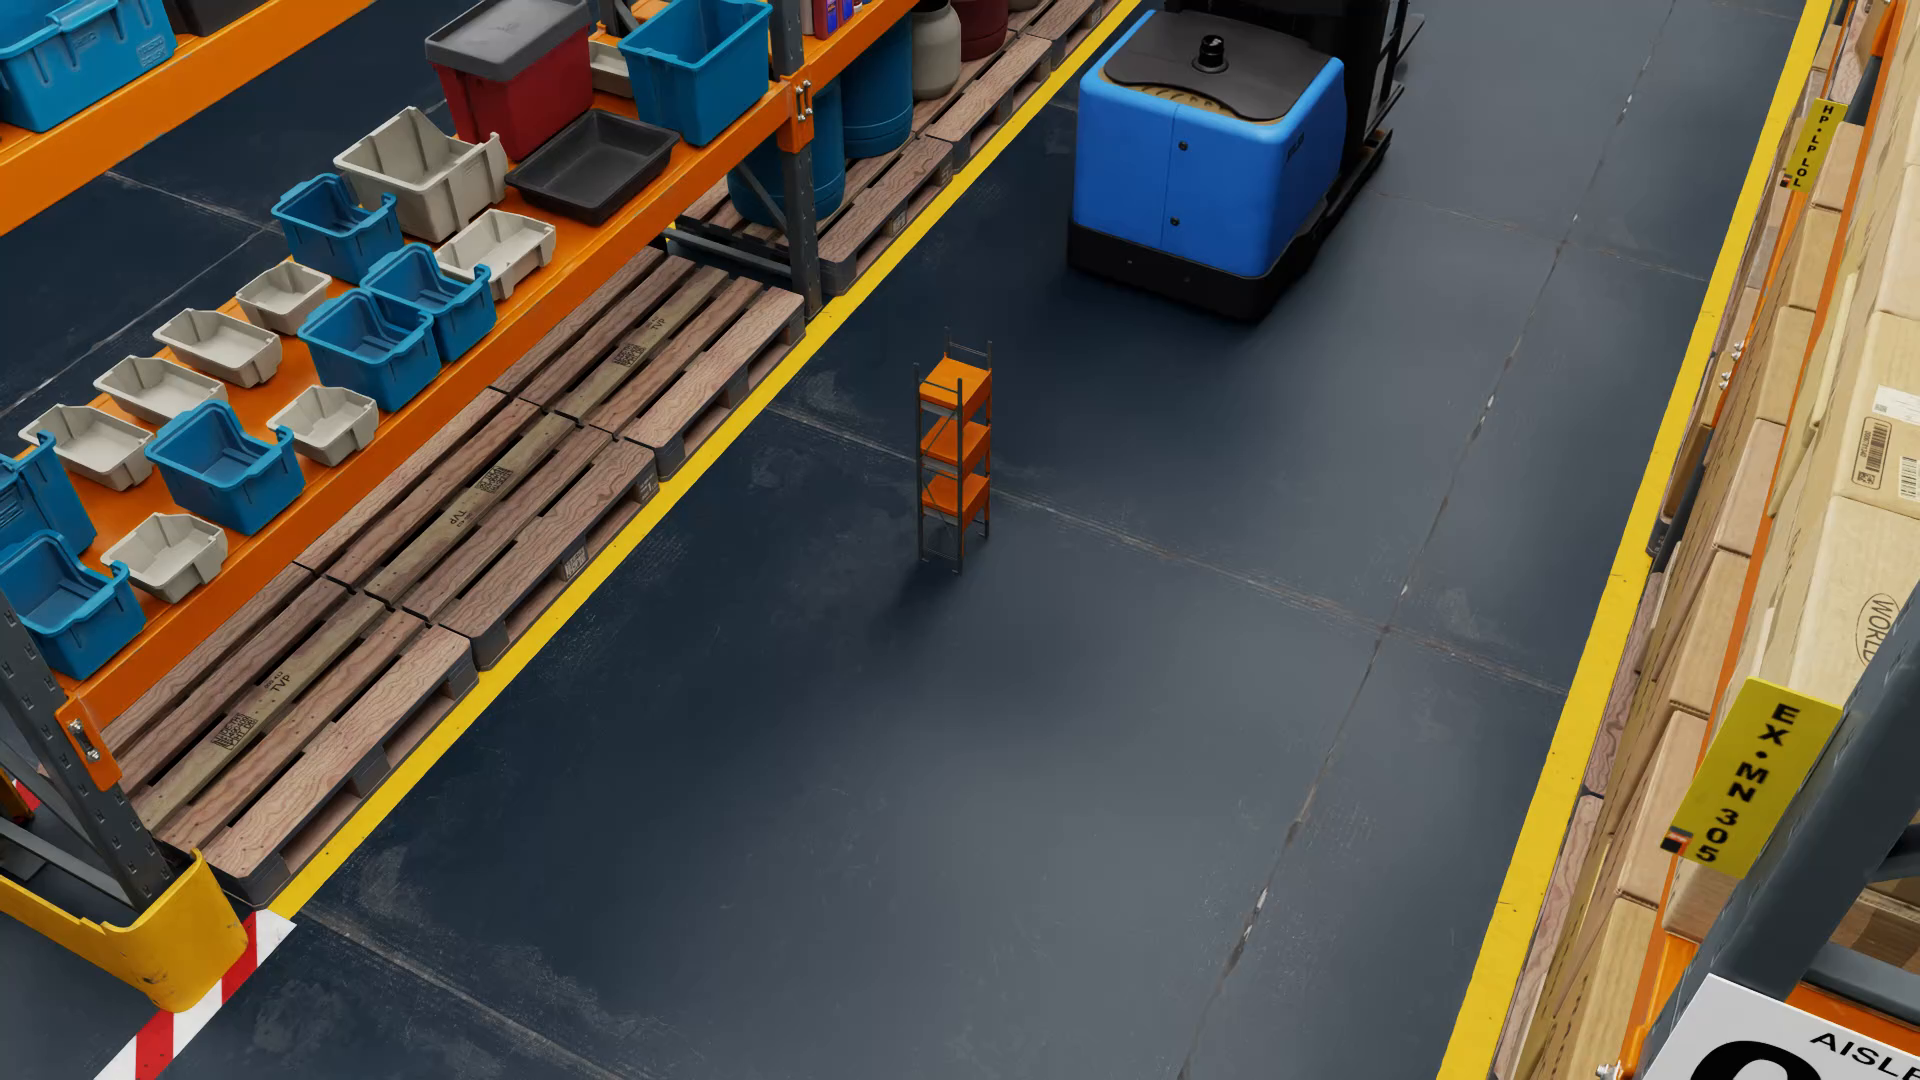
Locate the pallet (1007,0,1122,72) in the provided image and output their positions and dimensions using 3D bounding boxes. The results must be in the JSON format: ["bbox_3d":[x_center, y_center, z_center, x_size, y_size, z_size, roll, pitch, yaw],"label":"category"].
[{"bbox_3d":[0.385,-3.346,10.189,1.003,0.211,1.213,20,49,19],"label":"pallet"}]

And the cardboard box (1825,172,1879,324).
[{"bbox_3d":[2.100,-0.512,3.423,0.500,0.250,0.500,20,49,19],"label":"cardboard box"}]

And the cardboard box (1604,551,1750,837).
[{"bbox_3d":[1.819,0.436,3.716,0.500,0.500,0.500,22,49,20],"label":"cardboard box"}]

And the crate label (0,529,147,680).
[{"bbox_3d":[-2.593,0.194,4.805,0.416,0.233,0.303,20,49,19],"label":"crate label"}]

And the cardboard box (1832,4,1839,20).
[{"bbox_3d":[5.128,-2.792,9.318,0.500,0.250,0.500,22,49,20],"label":"cardboard box"}]

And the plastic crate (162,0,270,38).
[{"bbox_3d":[-2.047,-1.701,4.537,0.504,0.338,0.767,20,49,19],"label":"plastic crate"}]

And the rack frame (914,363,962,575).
[{"bbox_3d":[-0.081,-0.258,6.547,0.200,1.050,0.008,20,49,19],"label":"rack frame"}]

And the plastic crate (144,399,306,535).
[{"bbox_3d":[-2.288,-0.221,5.215,0.416,0.233,0.300,20,49,19],"label":"plastic crate"}]

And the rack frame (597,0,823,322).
[{"bbox_3d":[-1.143,-2.317,7.211,1.000,3.000,0.127,20,49,19],"label":"rack frame"}]

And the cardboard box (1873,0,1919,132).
[{"bbox_3d":[2.562,-1.143,4.047,0.500,0.250,0.500,20,49,19],"label":"cardboard box"}]

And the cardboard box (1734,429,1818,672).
[{"bbox_3d":[1.633,0.117,2.802,0.500,0.250,0.500,20,49,19],"label":"cardboard box"}]

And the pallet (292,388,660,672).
[{"bbox_3d":[-2.015,-0.089,6.970,1.003,0.211,1.213,20,49,19],"label":"pallet"}]

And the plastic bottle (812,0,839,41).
[{"bbox_3d":[-0.595,-2.366,7.341,0.061,0.283,0.133,20,49,19],"label":"plastic bottle"}]

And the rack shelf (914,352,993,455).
[{"bbox_3d":[-0.025,-0.527,6.429,0.215,0.259,0.240,20,49,19],"label":"rack shelf"}]

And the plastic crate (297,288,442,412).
[{"bbox_3d":[-1.982,-0.636,5.625,0.416,0.233,0.300,20,49,19],"label":"plastic crate"}]

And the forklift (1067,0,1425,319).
[{"bbox_3d":[1.695,-3.131,8.064,1.130,2.935,3.031,22,49,20],"label":"forklift"}]

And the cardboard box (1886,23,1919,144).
[{"bbox_3d":[2.324,-1.005,3.560,0.500,0.250,0.500,20,49,19],"label":"cardboard box"}]

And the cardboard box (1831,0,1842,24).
[{"bbox_3d":[5.125,-2.988,9.118,0.500,0.311,0.500,22,49,20],"label":"cardboard box"}]

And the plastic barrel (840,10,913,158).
[{"bbox_3d":[-0.546,-2.510,8.582,0.600,0.901,0.708,20,49,19],"label":"plastic barrel"}]

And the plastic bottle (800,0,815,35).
[{"bbox_3d":[-0.673,-2.440,7.367,0.144,0.351,0.185,20,49,19],"label":"plastic bottle"}]

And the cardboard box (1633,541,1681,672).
[{"bbox_3d":[2.857,0.304,6.201,0.500,0.311,0.500,20,49,19],"label":"cardboard box"}]

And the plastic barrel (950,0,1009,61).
[{"bbox_3d":[-0.022,-3.111,9.396,0.600,0.588,0.708,20,49,19],"label":"plastic barrel"}]

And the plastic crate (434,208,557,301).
[{"bbox_3d":[-1.685,-1.049,6.101,0.293,0.136,0.466,20,49,19],"label":"plastic crate"}]

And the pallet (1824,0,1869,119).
[{"bbox_3d":[4.201,-1.905,6.938,1.003,0.211,1.213,20,49,19],"label":"pallet"}]

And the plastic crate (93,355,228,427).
[{"bbox_3d":[-2.634,-0.477,5.535,0.396,0.136,0.243,20,49,19],"label":"plastic crate"}]

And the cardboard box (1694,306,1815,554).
[{"bbox_3d":[2.297,-0.213,4.358,0.500,0.500,0.500,19,48,18],"label":"cardboard box"}]

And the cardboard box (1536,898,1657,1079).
[{"bbox_3d":[1.349,1.083,3.077,0.500,0.500,0.500,20,49,19],"label":"cardboard box"}]

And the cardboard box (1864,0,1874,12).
[{"bbox_3d":[4.314,-2.435,6.962,0.700,0.500,0.500,30,52,26],"label":"cardboard box"}]

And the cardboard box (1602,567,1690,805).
[{"bbox_3d":[2.061,0.476,4.380,0.500,0.500,0.500,20,49,19],"label":"cardboard box"}]

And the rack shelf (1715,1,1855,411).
[{"bbox_3d":[4.171,-1.686,7.093,1.077,0.370,4.000,20,49,19],"label":"rack shelf"}]

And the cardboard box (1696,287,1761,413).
[{"bbox_3d":[3.455,-0.669,7.030,0.500,0.500,0.500,21,49,19],"label":"cardboard box"}]

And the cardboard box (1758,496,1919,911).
[{"bbox_3d":[1.399,0.256,2.313,0.500,0.250,0.500,20,49,19],"label":"cardboard box"}]

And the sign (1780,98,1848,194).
[{"bbox_3d":[2.750,-1.267,5.359,0.100,0.325,0.005,20,49,19],"label":"sign"}]

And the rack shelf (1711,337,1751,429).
[{"bbox_3d":[2.315,0.834,4.603,1.077,0.370,4.000,20,49,19],"label":"rack shelf"}]

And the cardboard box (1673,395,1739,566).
[{"bbox_3d":[2.530,-0.160,5.008,0.500,0.500,0.500,21,49,20],"label":"cardboard box"}]

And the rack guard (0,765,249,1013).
[{"bbox_3d":[-2.999,1.101,5.590,1.175,0.500,0.348,20,49,19],"label":"rack guard"}]

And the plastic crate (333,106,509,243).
[{"bbox_3d":[-2.015,-1.395,6.341,0.437,0.282,0.530,20,49,19],"label":"plastic crate"}]

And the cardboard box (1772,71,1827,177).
[{"bbox_3d":[4.397,-1.951,8.297,0.500,0.500,0.500,19,48,18],"label":"cardboard box"}]

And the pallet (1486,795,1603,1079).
[{"bbox_3d":[2.358,1.505,5.394,1.003,0.211,1.213,20,49,19],"label":"pallet"}]

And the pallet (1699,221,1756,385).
[{"bbox_3d":[4.152,-0.995,7.865,1.003,0.211,1.213,20,49,19],"label":"pallet"}]

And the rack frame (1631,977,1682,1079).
[{"bbox_3d":[1.386,1.841,3.102,1.000,3.000,0.127,20,49,19],"label":"rack frame"}]

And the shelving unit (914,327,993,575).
[{"bbox_3d":[-0.025,-0.335,6.623,0.215,1.050,0.252,20,49,19],"label":"shelving unit"}]

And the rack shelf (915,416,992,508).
[{"bbox_3d":[-0.025,-0.328,6.631,0.215,0.259,0.240,20,49,19],"label":"rack shelf"}]

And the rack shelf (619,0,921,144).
[{"bbox_3d":[-0.214,-3.324,8.712,1.077,0.370,4.000,20,49,19],"label":"rack shelf"}]

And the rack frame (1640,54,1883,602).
[{"bbox_3d":[3.243,-0.679,5.592,1.000,3.000,0.127,20,49,19],"label":"rack frame"}]

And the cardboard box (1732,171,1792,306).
[{"bbox_3d":[3.922,-1.306,7.660,0.500,0.500,0.500,19,48,18],"label":"cardboard box"}]

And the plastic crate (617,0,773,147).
[{"bbox_3d":[-1.057,-1.926,6.793,0.392,0.384,0.575,20,49,19],"label":"plastic crate"}]

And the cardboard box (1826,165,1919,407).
[{"bbox_3d":[1.866,-0.373,2.935,0.500,0.250,0.500,20,49,19],"label":"cardboard box"}]

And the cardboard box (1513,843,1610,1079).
[{"bbox_3d":[1.591,1.106,3.758,0.500,0.500,0.500,21,49,19],"label":"cardboard box"}]

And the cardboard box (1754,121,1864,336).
[{"bbox_3d":[2.775,-0.862,4.999,0.500,0.500,0.500,22,49,20],"label":"cardboard box"}]

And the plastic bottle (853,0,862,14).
[{"bbox_3d":[-0.495,-2.500,7.531,0.097,0.201,0.097,0,45,0],"label":"plastic bottle"}]

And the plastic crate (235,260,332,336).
[{"bbox_3d":[-2.405,-0.853,5.907,0.298,0.136,0.250,20,49,19],"label":"plastic crate"}]

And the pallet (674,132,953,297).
[{"bbox_3d":[-0.747,-1.809,8.669,1.003,0.211,1.213,20,49,19],"label":"pallet"}]
